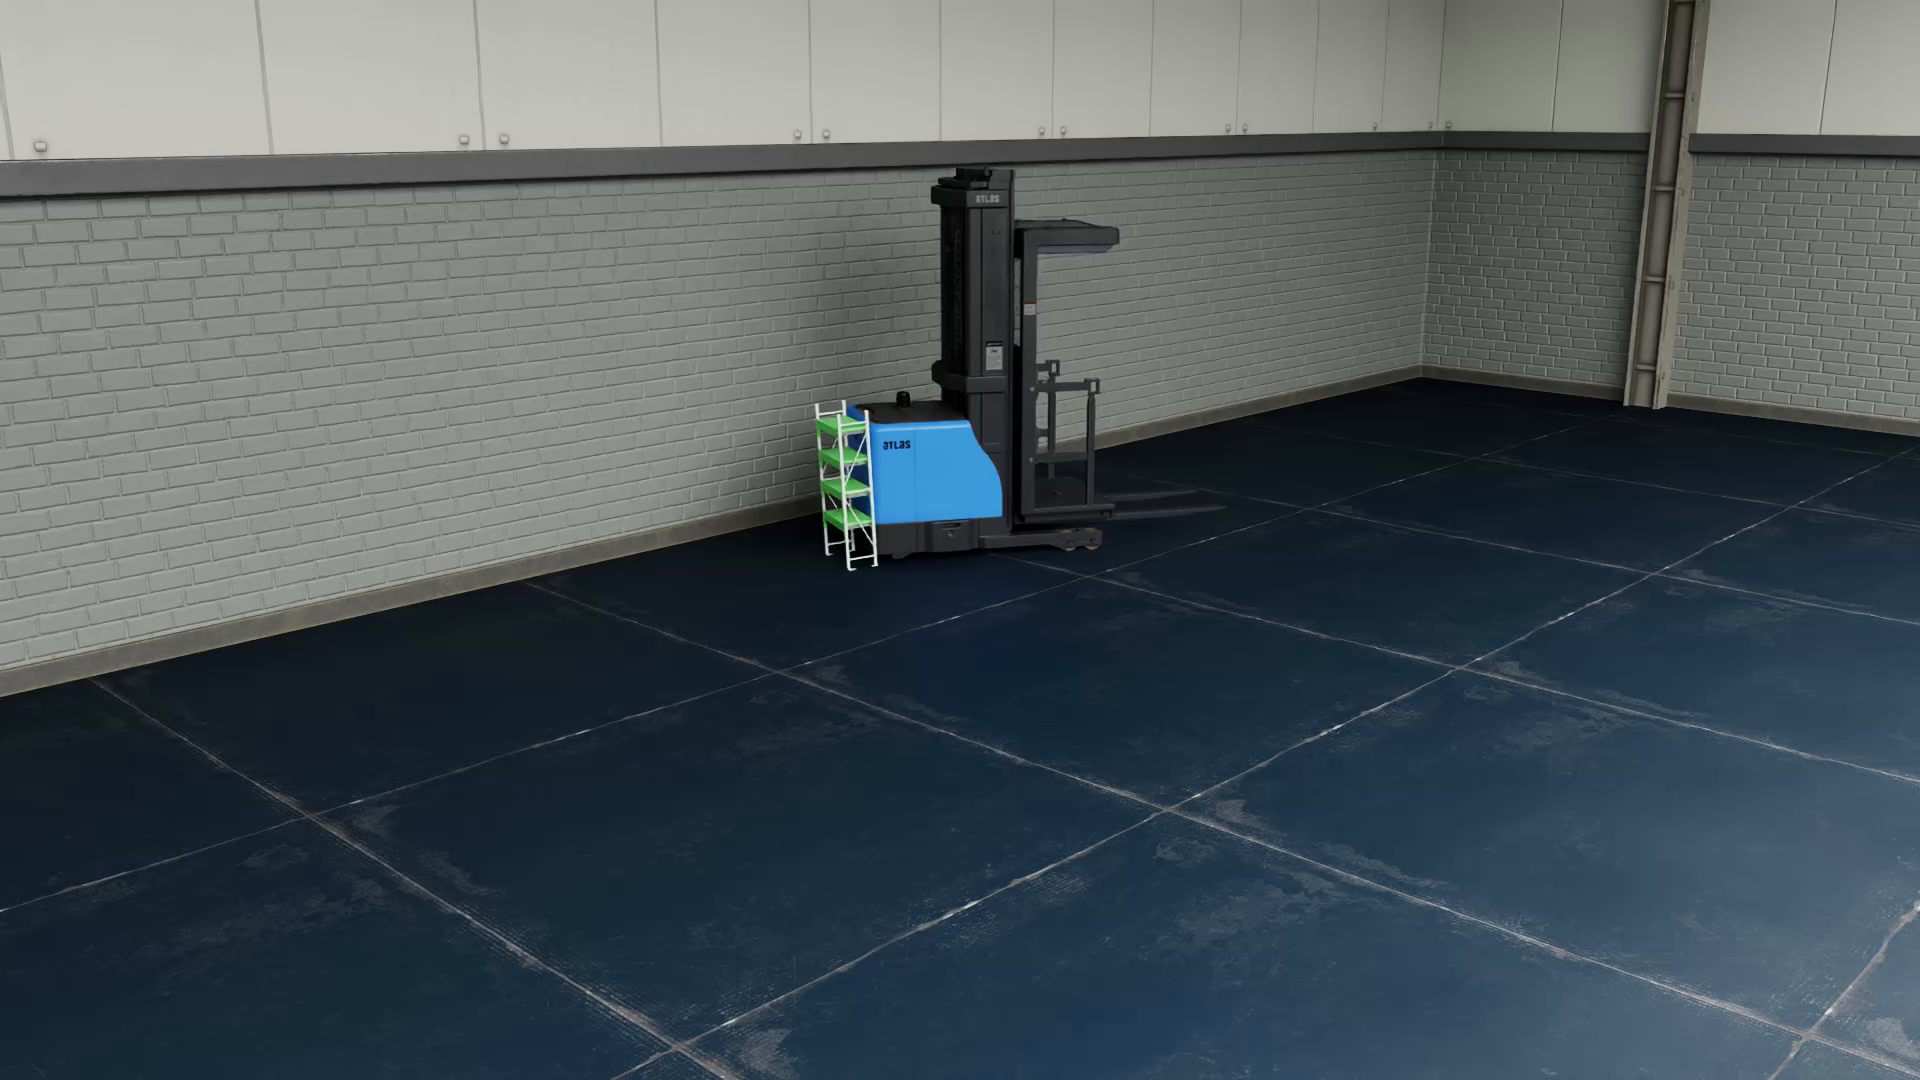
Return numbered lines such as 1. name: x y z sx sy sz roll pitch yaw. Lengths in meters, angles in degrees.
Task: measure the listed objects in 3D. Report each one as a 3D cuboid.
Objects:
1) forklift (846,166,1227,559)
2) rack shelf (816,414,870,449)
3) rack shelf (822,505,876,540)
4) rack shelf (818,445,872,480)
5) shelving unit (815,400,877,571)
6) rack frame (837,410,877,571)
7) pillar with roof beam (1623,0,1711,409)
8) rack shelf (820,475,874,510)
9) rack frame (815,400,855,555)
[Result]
1. forklift: 0.635 -1.453 13.197 3.031 2.935 1.130 -4 15 -14
2. rack shelf: -0.884 -0.820 12.525 0.258 0.148 0.480 -9 17 -22
3. rack shelf: -0.851 -0.127 12.720 0.258 0.148 0.480 -9 17 -22
4. rack shelf: -0.873 -0.589 12.590 0.258 0.148 0.480 -9 17 -22
5. shelving unit: -0.865 -0.420 12.637 0.258 1.200 0.503 -9 17 -22
6. rack frame: -0.766 -0.363 12.422 0.240 1.200 0.015 -9 17 -22
7. pillar with roof beam: 5.032 -5.147 15.339 0.400 9.000 9.100 14 20 42
8. rack shelf: -0.862 -0.358 12.655 0.258 0.148 0.480 -9 17 -22
9. rack frame: -0.964 -0.476 12.853 0.240 1.200 0.015 -9 17 -22
